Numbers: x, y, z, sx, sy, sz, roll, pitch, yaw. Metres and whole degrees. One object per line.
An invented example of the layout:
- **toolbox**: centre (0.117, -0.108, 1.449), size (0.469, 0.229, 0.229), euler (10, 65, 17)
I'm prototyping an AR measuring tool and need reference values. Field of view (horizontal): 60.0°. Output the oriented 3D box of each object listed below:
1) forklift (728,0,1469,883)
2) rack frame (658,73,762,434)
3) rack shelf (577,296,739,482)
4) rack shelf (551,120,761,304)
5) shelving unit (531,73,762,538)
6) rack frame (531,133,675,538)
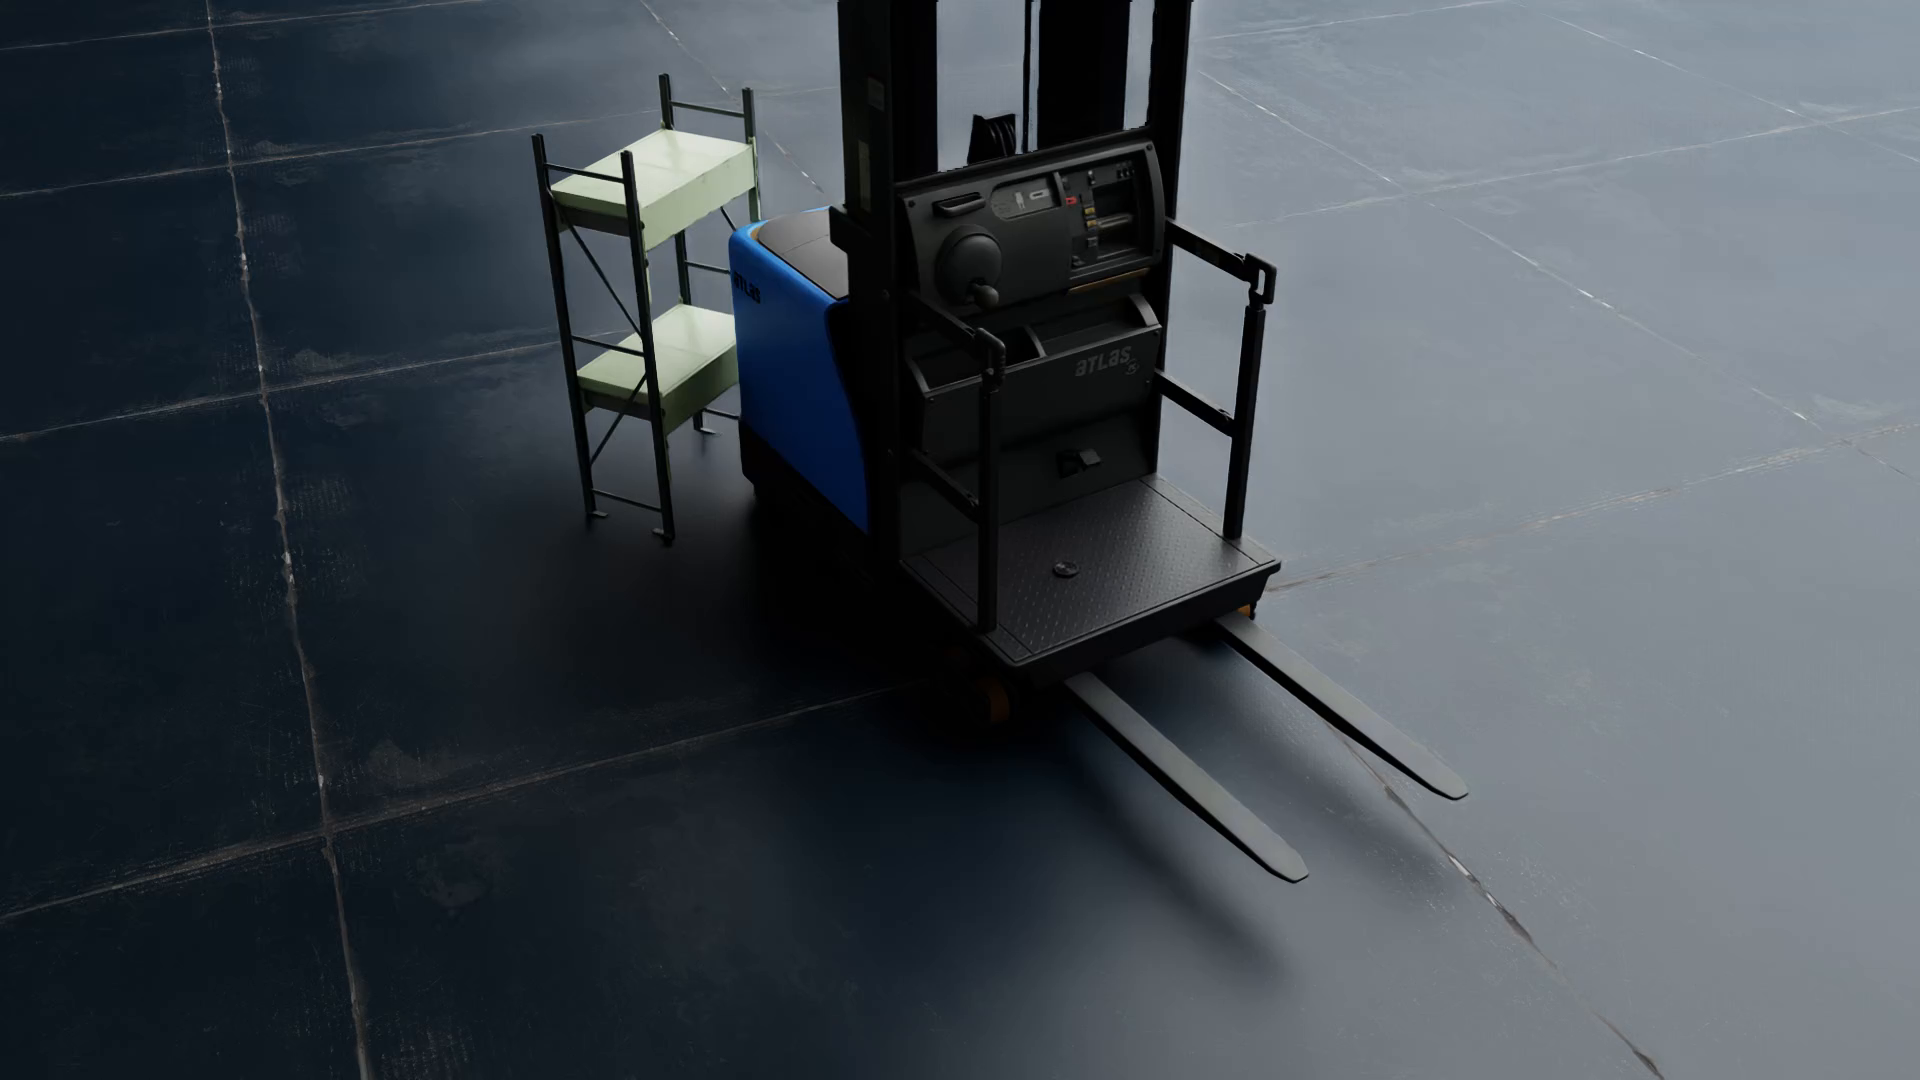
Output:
- **forklift**: centre (0.358, -0.921, 4.978), size (1.130, 2.935, 3.031), euler (-19, 38, -27)
- **rack frame**: centre (-0.931, -1.047, 6.483), size (0.400, 1.500, 0.023), euler (15, 36, 22)
- **rack shelf**: centre (-1.095, -0.595, 6.387), size (0.431, 0.370, 0.720), euler (15, 36, 22)
- **rack shelf**: centre (-1.095, -1.195, 5.996), size (0.431, 0.370, 0.720), euler (15, 36, 22)
- **shelving unit**: centre (-1.095, -0.868, 6.209), size (0.431, 1.500, 0.755), euler (15, 36, 22)
- **rack frame**: centre (-1.259, -0.690, 5.935), size (0.400, 1.500, 0.023), euler (15, 36, 22)
